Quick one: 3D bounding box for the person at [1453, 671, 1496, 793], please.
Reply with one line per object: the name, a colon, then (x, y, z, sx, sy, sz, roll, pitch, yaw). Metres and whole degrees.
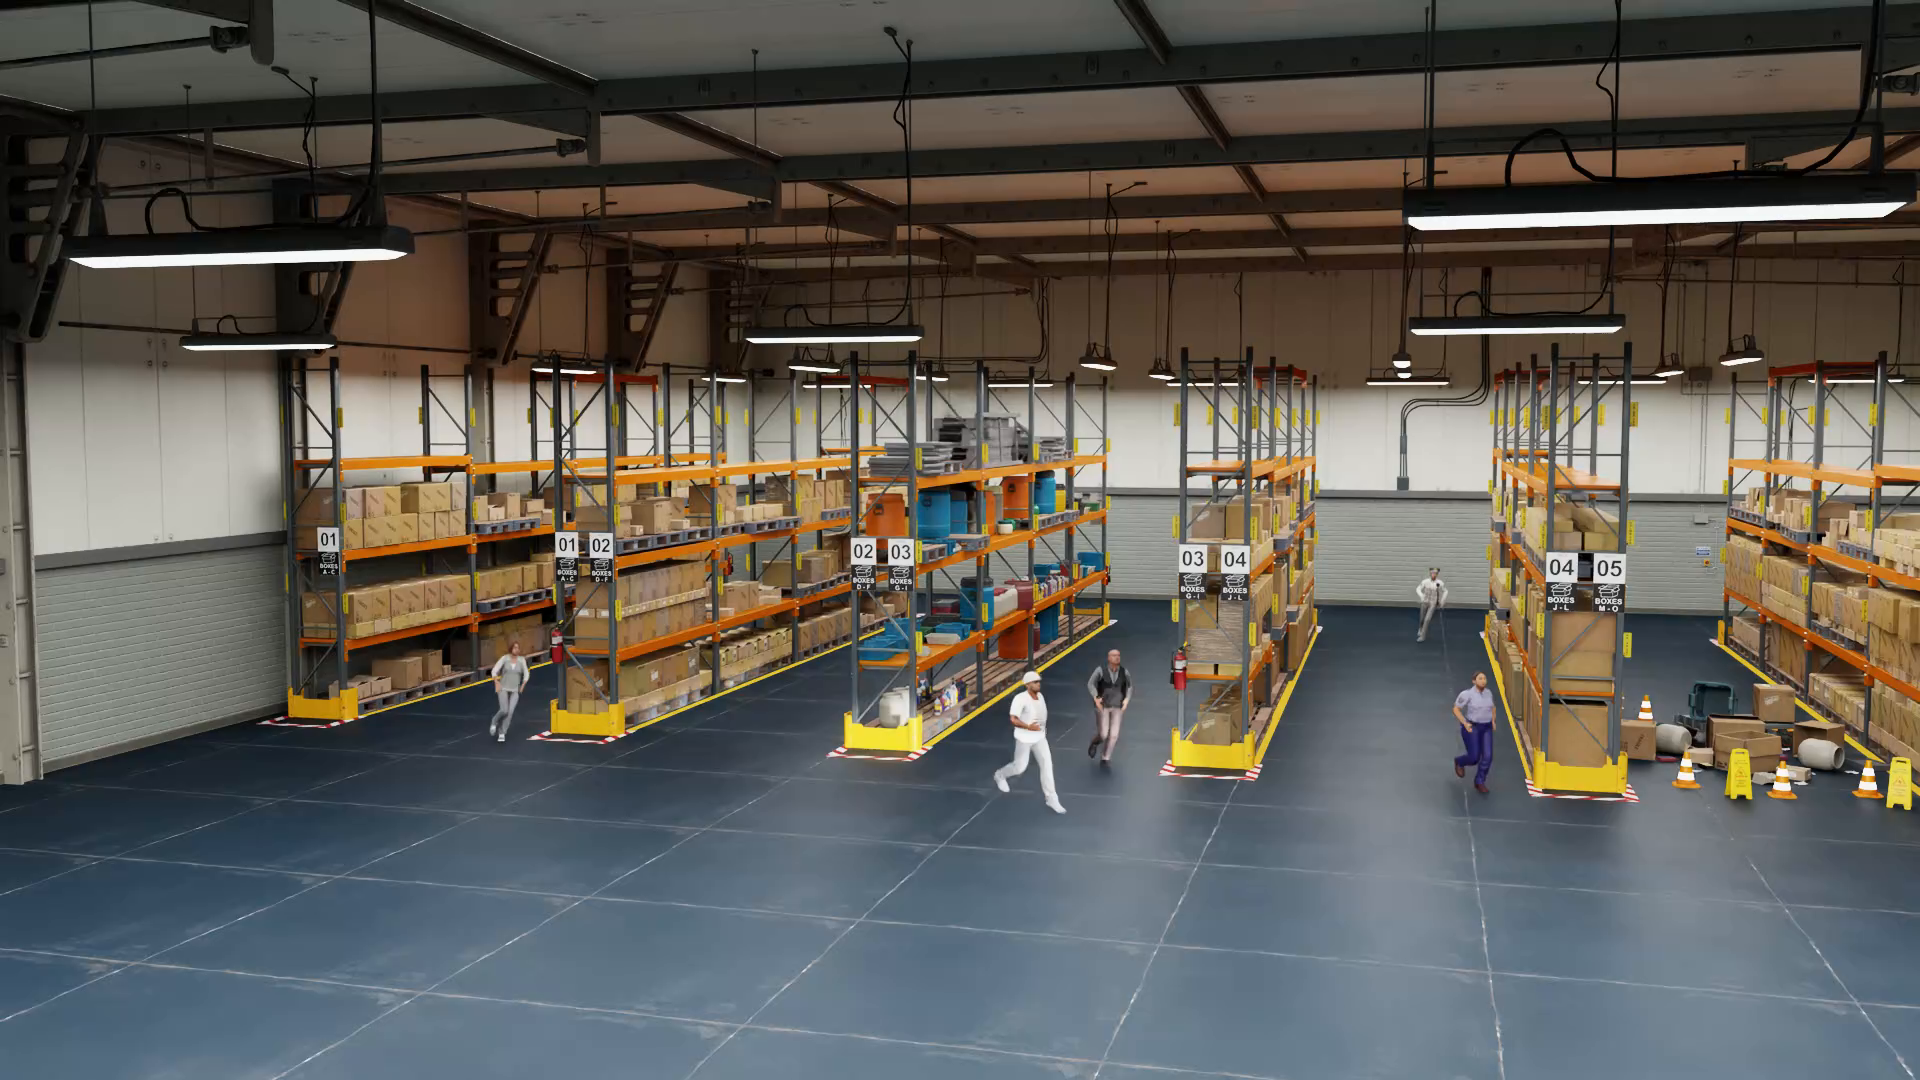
person: (6.956, 2.560, 22.433, 0.643, 1.605, 0.645, -1, 4, -17)

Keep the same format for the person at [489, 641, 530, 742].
person: (-6.980, 2.338, 25.812, 0.594, 1.539, 0.519, -2, 5, -28)

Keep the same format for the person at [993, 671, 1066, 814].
person: (0.863, 2.564, 21.331, 0.663, 1.773, 1.145, -4, 6, -41)

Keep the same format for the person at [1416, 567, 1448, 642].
person: (10.566, 1.427, 37.303, 0.674, 1.653, 0.904, 2, 5, 24)

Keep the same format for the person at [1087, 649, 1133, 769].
person: (2.175, 2.422, 23.987, 0.667, 1.702, 0.582, -1, 4, -10)
